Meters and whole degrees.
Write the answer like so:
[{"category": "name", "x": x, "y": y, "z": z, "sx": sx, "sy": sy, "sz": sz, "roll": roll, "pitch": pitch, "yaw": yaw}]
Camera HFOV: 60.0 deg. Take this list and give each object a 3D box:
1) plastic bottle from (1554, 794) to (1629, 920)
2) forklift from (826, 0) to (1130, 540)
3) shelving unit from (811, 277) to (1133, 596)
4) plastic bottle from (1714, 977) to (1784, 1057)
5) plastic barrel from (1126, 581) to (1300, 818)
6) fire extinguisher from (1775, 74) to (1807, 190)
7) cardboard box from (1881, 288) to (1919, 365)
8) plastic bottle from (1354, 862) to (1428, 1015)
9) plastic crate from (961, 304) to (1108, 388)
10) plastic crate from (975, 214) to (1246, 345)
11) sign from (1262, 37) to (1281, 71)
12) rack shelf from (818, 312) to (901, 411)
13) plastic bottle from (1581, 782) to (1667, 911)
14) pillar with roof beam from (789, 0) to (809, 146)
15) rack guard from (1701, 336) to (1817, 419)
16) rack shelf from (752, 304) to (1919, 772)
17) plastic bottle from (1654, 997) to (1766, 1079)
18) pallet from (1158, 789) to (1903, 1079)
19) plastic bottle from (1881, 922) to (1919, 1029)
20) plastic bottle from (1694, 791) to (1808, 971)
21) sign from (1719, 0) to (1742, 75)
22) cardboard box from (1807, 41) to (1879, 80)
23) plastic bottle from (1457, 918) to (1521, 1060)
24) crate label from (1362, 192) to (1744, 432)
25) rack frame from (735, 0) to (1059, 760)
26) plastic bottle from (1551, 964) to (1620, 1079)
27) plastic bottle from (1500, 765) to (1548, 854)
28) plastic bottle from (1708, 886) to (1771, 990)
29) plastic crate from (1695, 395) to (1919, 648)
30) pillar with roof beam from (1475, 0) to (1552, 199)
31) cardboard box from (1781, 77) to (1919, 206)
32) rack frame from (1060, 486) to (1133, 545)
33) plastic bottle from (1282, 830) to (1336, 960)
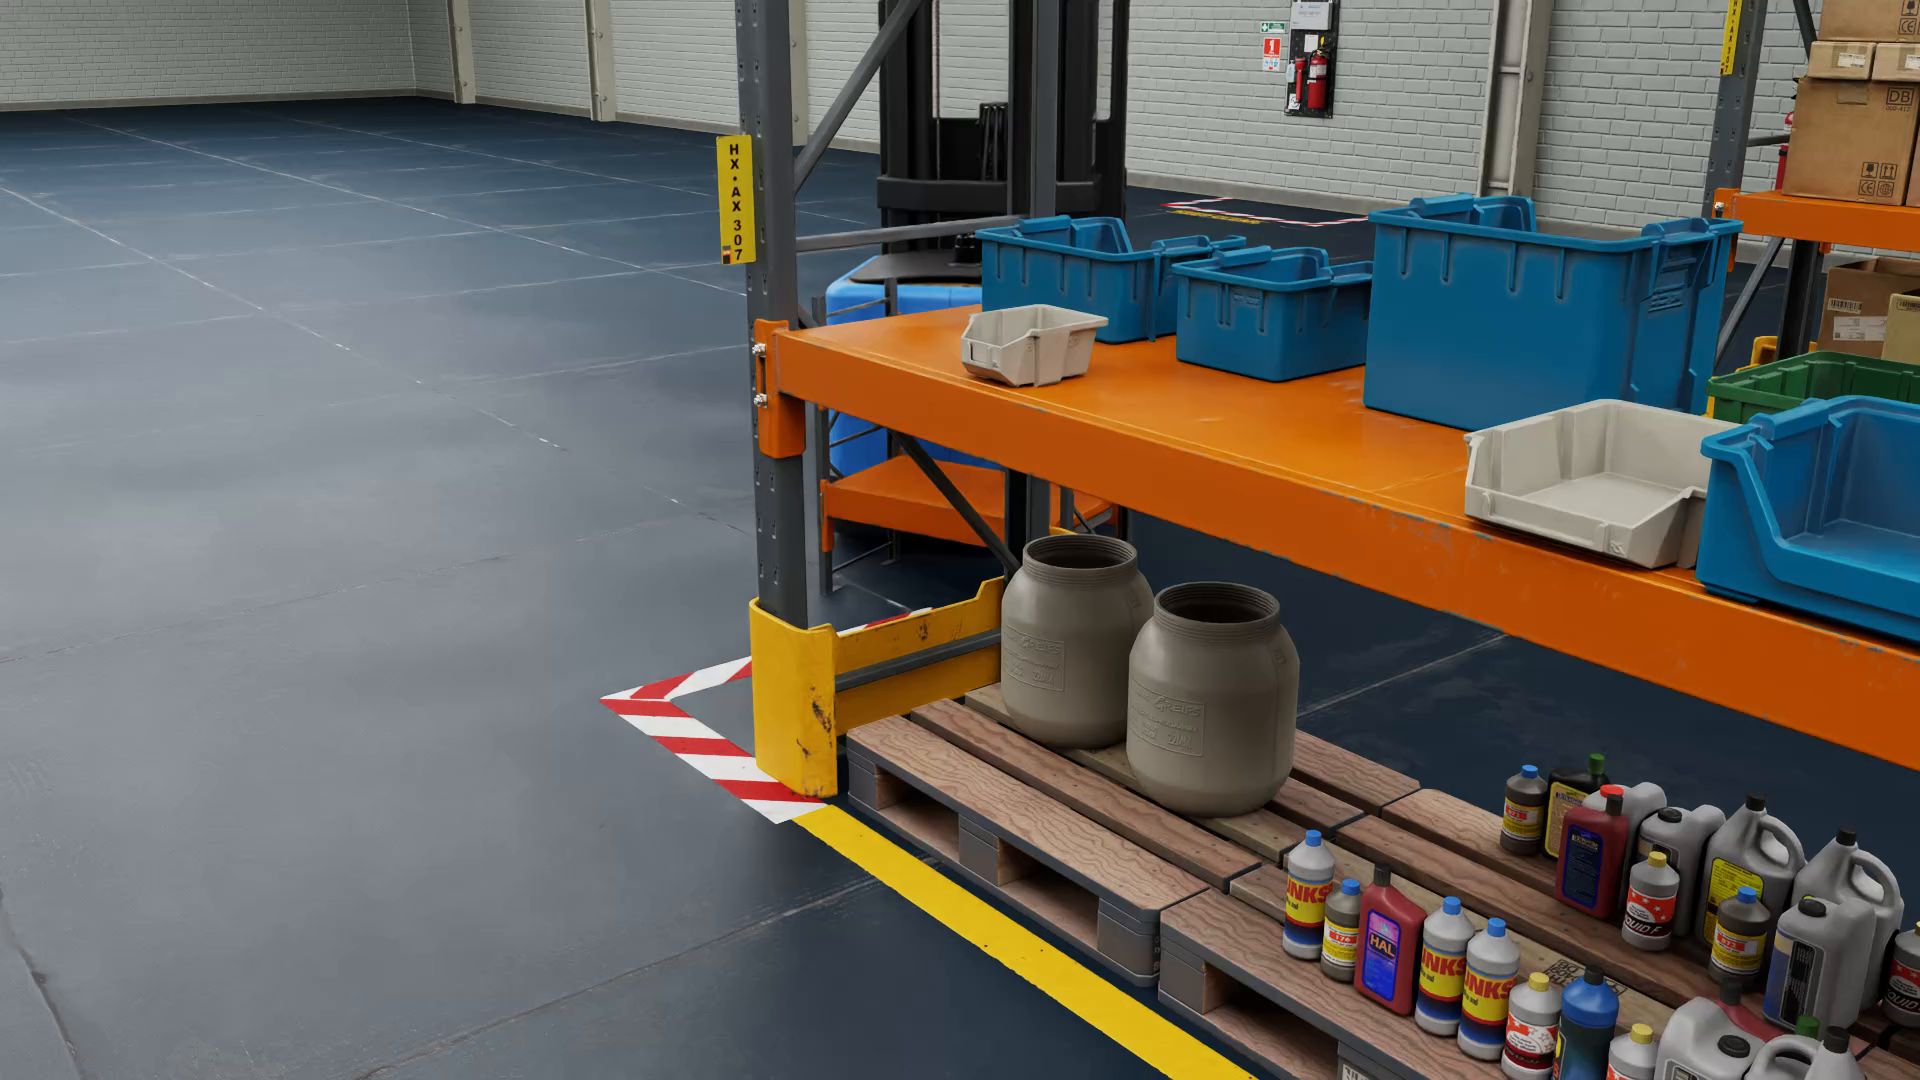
[{"category": "plastic bottle", "x": 1.391, "y": 0.680, "z": 3.657, "sx": 0.061, "sy": 0.283, "sz": 0.133, "roll": -14, "pitch": 23, "yaw": -36}, {"category": "forklift", "x": 0.232, "y": -1.790, "z": 7.605, "sx": 1.130, "sy": 2.935, "sz": 3.031, "roll": 3, "pitch": 19, "yaw": 10}, {"category": "shelving unit", "x": 0.049, "y": -0.307, "z": 6.000, "sx": 1.048, "sy": 1.125, "sz": 0.538, "roll": 11, "pitch": 21, "yaw": 30}, {"category": "plastic bottle", "x": 1.378, "y": 0.920, "z": 2.934, "sx": 0.061, "sy": 0.283, "sz": 0.133, "roll": -14, "pitch": 23, "yaw": -36}, {"category": "plastic barrel", "x": 0.634, "y": 0.397, "z": 4.182, "sx": 0.421, "sy": 0.512, "sz": 0.421, "roll": 0, "pitch": 18, "yaw": 0}, {"category": "fire extinguisher", "x": 4.031, "y": -1.904, "z": 7.965, "sx": 0.296, "sy": 0.674, "sz": 0.183, "roll": -14, "pitch": 23, "yaw": -36}, {"category": "cardboard box", "x": 4.210, "y": -0.773, "z": 6.938, "sx": 0.500, "sy": 0.500, "sz": 0.500, "roll": -14, "pitch": 23, "yaw": -36}, {"category": "plastic bottle", "x": 0.862, "y": 0.792, "z": 3.320, "sx": 0.061, "sy": 0.283, "sz": 0.133, "roll": -14, "pitch": 23, "yaw": -35}, {"category": "plastic crate", "x": 0.158, "y": -0.447, "z": 3.860, "sx": 0.298, "sy": 0.136, "sz": 0.250, "roll": -14, "pitch": 23, "yaw": -36}, {"category": "plastic crate", "x": 0.400, "y": -0.720, "z": 4.502, "sx": 0.499, "sy": 0.251, "sz": 0.616, "roll": -14, "pitch": 23, "yaw": -36}, {"category": "sign", "x": 3.241, "y": -5.054, "z": 17.296, "sx": 0.001, "sy": 0.329, "sz": 0.234, "roll": -14, "pitch": 23, "yaw": -36}, {"category": "rack shelf", "x": 0.049, "y": -0.585, "z": 5.908, "sx": 1.000, "sy": 0.278, "sz": 0.538, "roll": 11, "pitch": 21, "yaw": 30}, {"category": "plastic bottle", "x": 1.474, "y": 0.663, "z": 3.721, "sx": 0.152, "sy": 0.276, "sz": 0.135, "roll": -14, "pitch": 23, "yaw": -36}, {"category": "pillar with roof beam", "x": -5.817, "y": -9.229, "z": 20.417, "sx": 9.100, "sy": 9.000, "sz": 0.400, "roll": -14, "pitch": 23, "yaw": -36}, {"category": "rack guard", "x": 3.725, "y": -0.641, "z": 8.002, "sx": 1.175, "sy": 0.500, "sz": 0.348, "roll": -14, "pitch": 23, "yaw": -36}, {"category": "rack shelf", "x": 1.096, "y": -0.021, "z": 3.299, "sx": 1.077, "sy": 0.370, "sz": 4.000, "roll": -14, "pitch": 23, "yaw": -36}, {"category": "plastic bottle", "x": 1.295, "y": 0.944, "z": 2.872, "sx": 0.152, "sy": 0.276, "sz": 0.135, "roll": -13, "pitch": 23, "yaw": -35}, {"category": "pallet", "x": 1.192, "y": 0.979, "z": 3.569, "sx": 1.003, "sy": 0.211, "sz": 1.213, "roll": -14, "pitch": 23, "yaw": -36}, {"category": "plastic bottle", "x": 1.888, "y": 0.849, "z": 3.279, "sx": 0.097, "sy": 0.201, "sz": 0.097, "roll": 0, "pitch": 18, "yaw": 0}, {"category": "plastic bottle", "x": 1.666, "y": 0.702, "z": 3.485, "sx": 0.144, "sy": 0.351, "sz": 0.185, "roll": -13, "pitch": 22, "yaw": -34}, {"category": "sign", "x": 3.301, "y": -2.163, "z": 7.120, "sx": 0.100, "sy": 0.325, "sz": 0.005, "roll": -14, "pitch": 23, "yaw": -36}, {"category": "cardboard box", "x": 3.815, "y": -2.038, "z": 7.054, "sx": 0.380, "sy": 0.149, "sz": 0.250, "roll": -14, "pitch": 23, "yaw": -36}, {"category": "plastic bottle", "x": 1.011, "y": 0.848, "z": 3.172, "sx": 0.097, "sy": 0.271, "sz": 0.097, "roll": 0, "pitch": 18, "yaw": 0}, {"category": "crate label", "x": 1.209, "y": -0.472, "z": 3.458, "sx": 0.502, "sy": 0.435, "sz": 0.616, "roll": -14, "pitch": 23, "yaw": -36}, {"category": "rack frame", "x": -0.145, "y": -0.856, "z": 4.674, "sx": 1.000, "sy": 3.000, "sz": 0.127, "roll": -14, "pitch": 23, "yaw": -36}, {"category": "plastic bottle", "x": 1.137, "y": 0.897, "z": 3.021, "sx": 0.097, "sy": 0.271, "sz": 0.097, "roll": 0, "pitch": 18, "yaw": 0}, {"category": "plastic bottle", "x": 1.339, "y": 0.631, "z": 3.937, "sx": 0.097, "sy": 0.201, "sz": 0.097, "roll": 0, "pitch": 18, "yaw": 0}, {"category": "plastic bottle", "x": 1.598, "y": 0.807, "z": 3.405, "sx": 0.097, "sy": 0.201, "sz": 0.097, "roll": 0, "pitch": 18, "yaw": 0}, {"category": "plastic crate", "x": 1.438, "y": -0.019, "z": 2.385, "sx": 0.499, "sy": 0.251, "sz": 0.616, "roll": -14, "pitch": 23, "yaw": -36}, {"category": "pillar with roof beam", "x": 1.633, "y": -6.272, "z": 11.487, "sx": 9.100, "sy": 9.000, "sz": 0.400, "roll": -14, "pitch": 23, "yaw": -36}, {"category": "cardboard box", "x": 4.020, "y": -1.751, "z": 7.220, "sx": 0.700, "sy": 0.500, "sz": 0.500, "roll": -14, "pitch": 23, "yaw": -36}, {"category": "rack frame", "x": 0.480, "y": -0.222, "z": 5.743, "sx": 0.032, "sy": 1.125, "sz": 0.500, "roll": 11, "pitch": 21, "yaw": 30}, {"category": "plastic bottle", "x": 0.736, "y": 0.738, "z": 3.501, "sx": 0.097, "sy": 0.271, "sz": 0.097, "roll": 0, "pitch": 18, "yaw": 0}]
